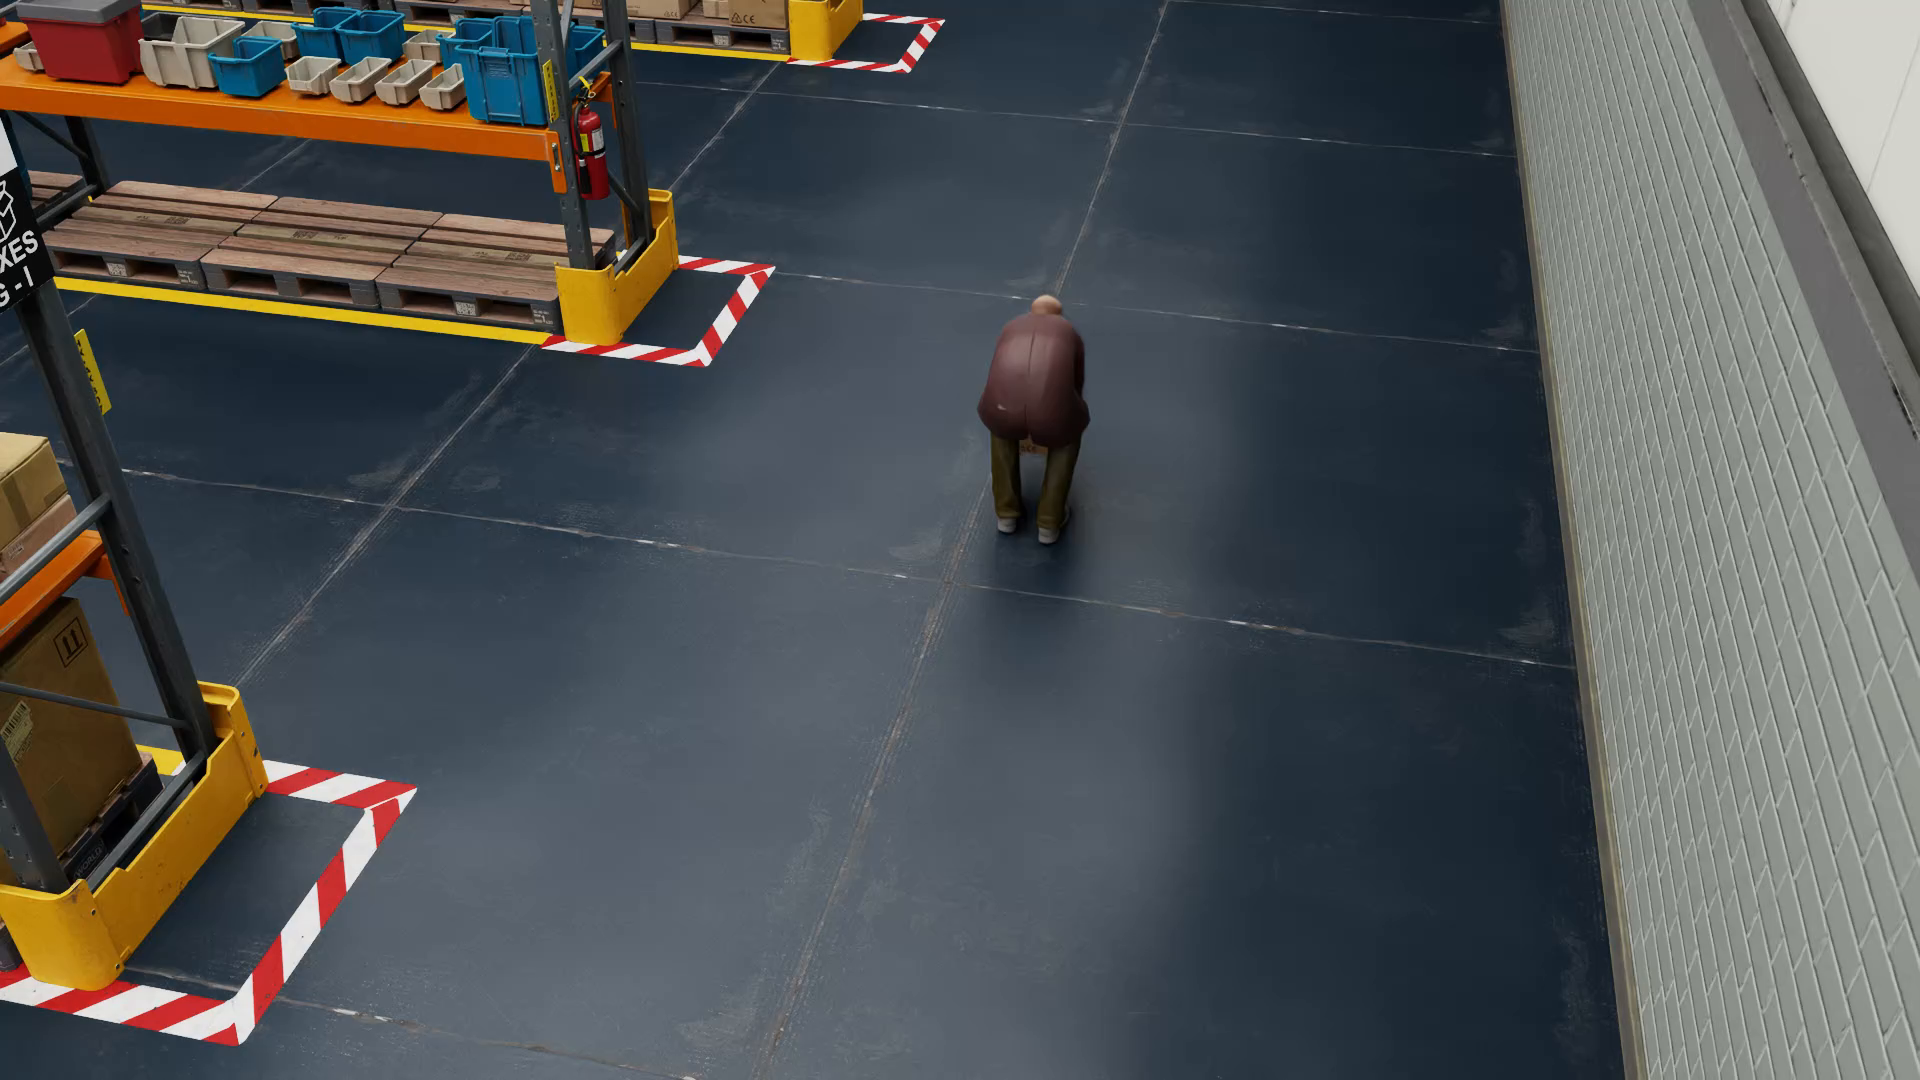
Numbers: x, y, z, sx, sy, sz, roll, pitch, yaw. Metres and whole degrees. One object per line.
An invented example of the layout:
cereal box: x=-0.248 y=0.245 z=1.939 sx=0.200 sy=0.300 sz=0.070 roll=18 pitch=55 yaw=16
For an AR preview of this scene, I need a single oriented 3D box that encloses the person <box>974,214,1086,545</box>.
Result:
person: x=0.354 y=-0.835 z=8.129 sx=0.530 sy=1.769 sz=0.563 roll=7 pitch=37 yaw=10
